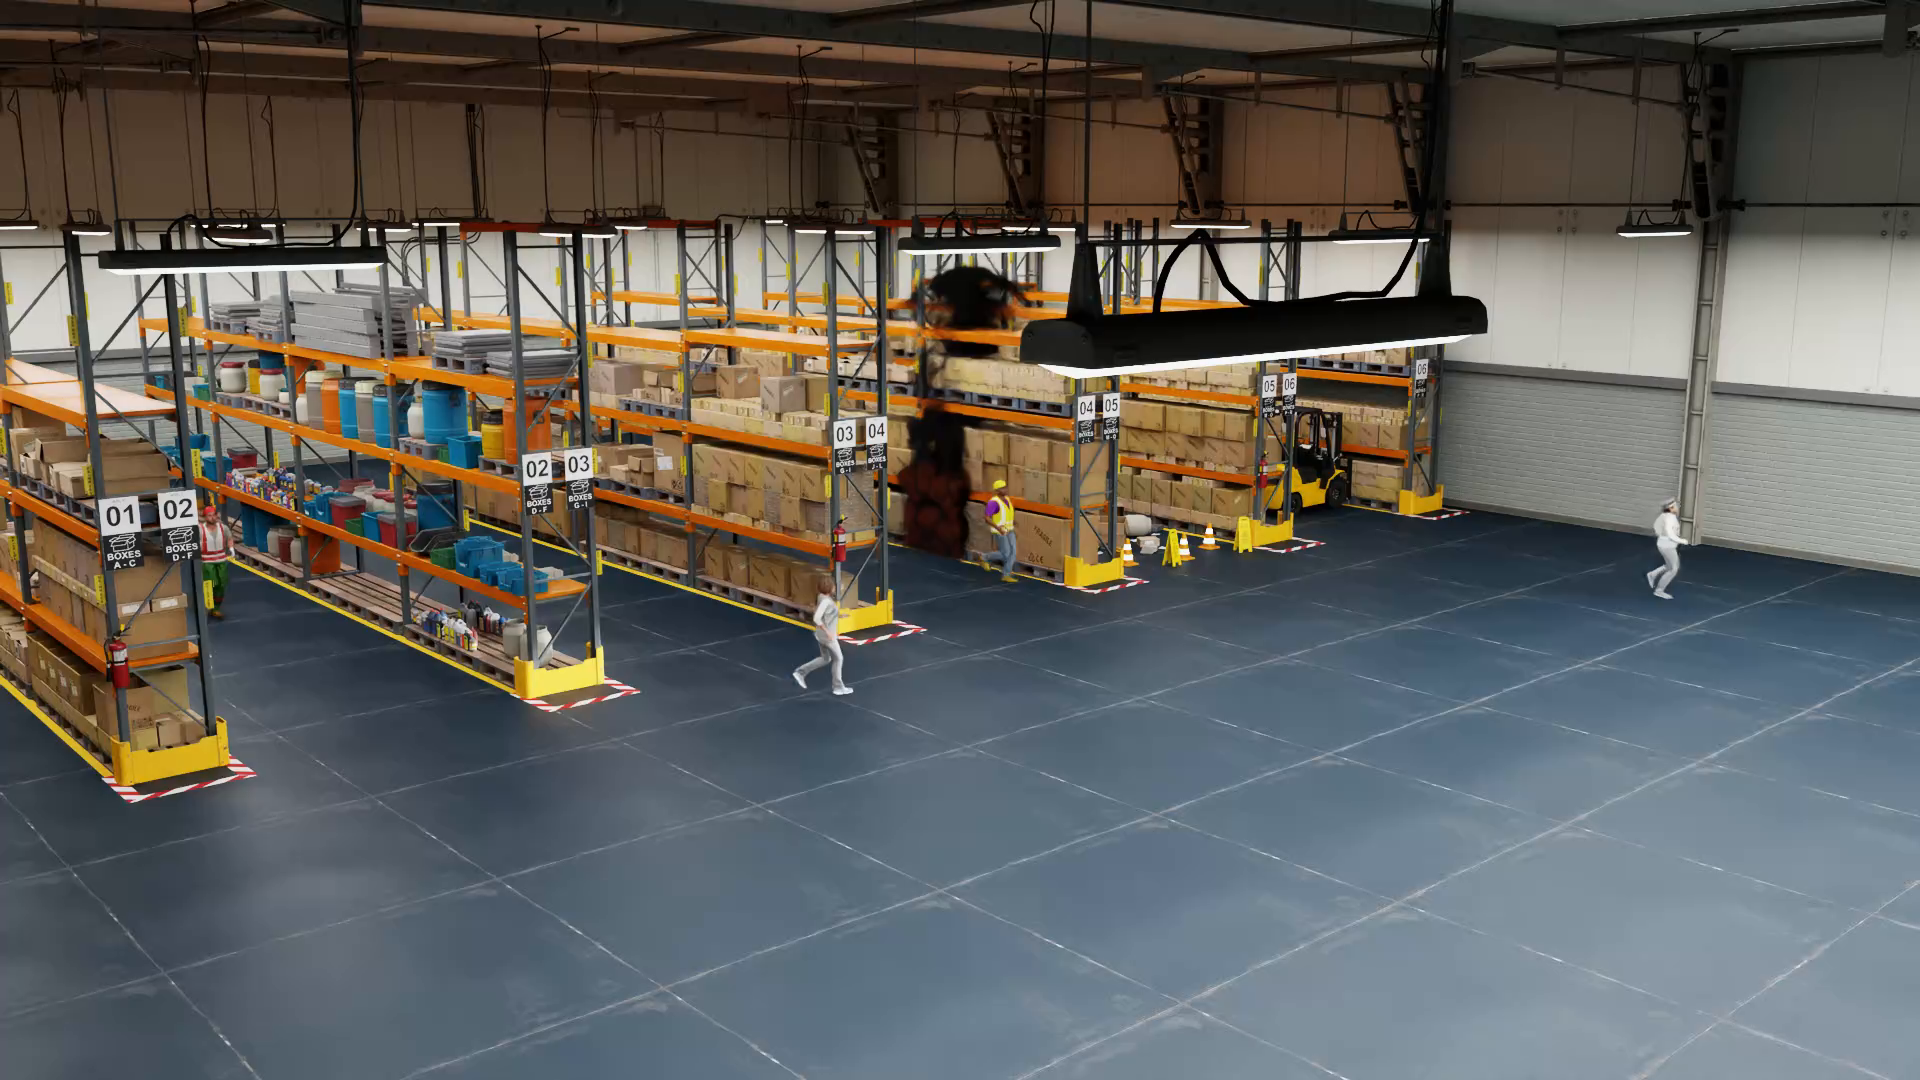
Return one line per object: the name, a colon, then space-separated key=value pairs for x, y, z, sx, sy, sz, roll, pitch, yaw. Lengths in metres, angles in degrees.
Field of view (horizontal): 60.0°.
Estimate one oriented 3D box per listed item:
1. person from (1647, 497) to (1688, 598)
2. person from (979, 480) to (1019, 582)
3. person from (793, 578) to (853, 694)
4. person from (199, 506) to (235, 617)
person: x=11.545 y=0.120 z=27.101 sx=0.561 sy=1.665 sz=0.658 roll=2 pitch=12 yaw=12
person: x=0.687 y=-0.159 z=28.016 sx=0.701 sy=1.724 sz=0.699 roll=8 pitch=14 yaw=35
person: x=-1.780 y=1.260 z=21.587 sx=0.793 sy=1.574 sz=0.538 roll=-3 pitch=12 yaw=-14
person: x=-11.539 y=0.339 z=25.757 sx=0.583 sy=1.749 sz=0.668 roll=11 pitch=16 yaw=42
